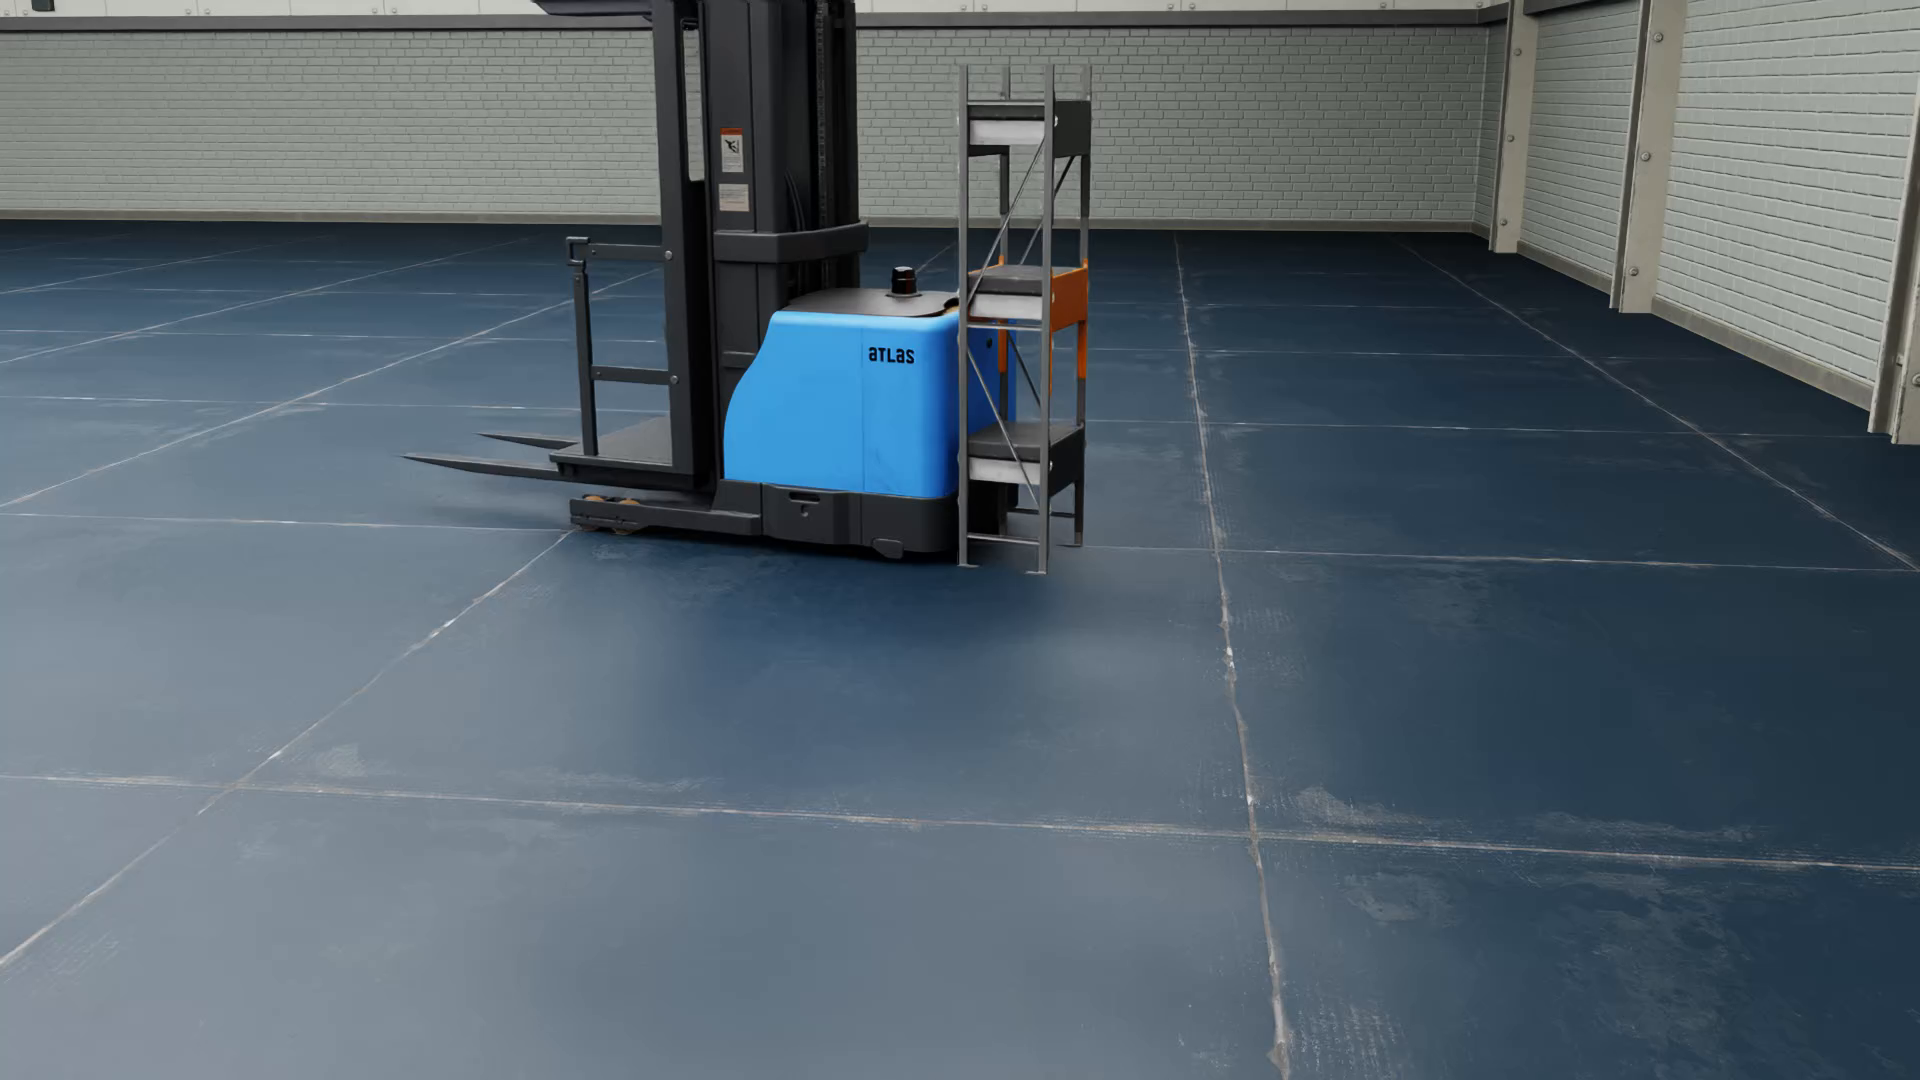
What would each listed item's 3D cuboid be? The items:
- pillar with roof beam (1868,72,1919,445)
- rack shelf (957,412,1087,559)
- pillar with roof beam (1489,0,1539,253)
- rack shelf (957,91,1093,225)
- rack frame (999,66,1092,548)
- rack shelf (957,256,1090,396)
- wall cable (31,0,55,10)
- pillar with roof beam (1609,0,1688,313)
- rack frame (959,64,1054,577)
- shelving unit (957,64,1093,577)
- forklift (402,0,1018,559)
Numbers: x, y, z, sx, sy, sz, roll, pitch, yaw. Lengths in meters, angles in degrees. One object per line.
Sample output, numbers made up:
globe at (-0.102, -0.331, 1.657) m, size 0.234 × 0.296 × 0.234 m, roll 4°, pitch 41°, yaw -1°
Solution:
pillar with roof beam at (1.375, -5.080, 9.210) m, size 9.100 × 9.000 × 0.400 m, roll 2°, pitch 15°, yaw 6°
rack shelf at (0.275, -0.249, 7.294) m, size 0.431 × 0.518 × 0.480 m, roll 6°, pitch 16°, yaw 21°
pillar with roof beam at (2.729, -8.192, 20.720) m, size 9.100 × 9.000 × 0.400 m, roll 2°, pitch 15°, yaw 6°
rack shelf at (0.275, -1.601, 6.929) m, size 0.431 × 0.518 × 0.480 m, roll 6°, pitch 16°, yaw 21°
rack frame at (0.367, -0.997, 7.327) m, size 0.400 × 2.100 × 0.015 m, roll 6°, pitch 16°, yaw 21°
rack shelf at (0.275, -0.925, 7.112) m, size 0.431 × 0.518 × 0.480 m, roll 6°, pitch 16°, yaw 21°
wall cable at (-13.215, -11.077, 24.871) m, size 2.305 × 6.003 × 0.169 m, roll 2°, pitch 15°, yaw 6°
pillar with roof beam at (2.052, -6.636, 14.965) m, size 9.100 × 9.000 × 0.400 m, roll 2°, pitch 15°, yaw 6°
rack frame at (0.184, -0.879, 6.890) m, size 0.400 × 2.100 × 0.015 m, roll 6°, pitch 16°, yaw 21°
shelving unit at (0.275, -0.938, 7.108) m, size 0.431 × 2.100 × 0.503 m, roll 6°, pitch 16°, yaw 21°
forklift at (-1.288, -1.556, 7.803) m, size 3.031 × 2.935 × 1.130 m, roll 6°, pitch 16°, yaw 21°
